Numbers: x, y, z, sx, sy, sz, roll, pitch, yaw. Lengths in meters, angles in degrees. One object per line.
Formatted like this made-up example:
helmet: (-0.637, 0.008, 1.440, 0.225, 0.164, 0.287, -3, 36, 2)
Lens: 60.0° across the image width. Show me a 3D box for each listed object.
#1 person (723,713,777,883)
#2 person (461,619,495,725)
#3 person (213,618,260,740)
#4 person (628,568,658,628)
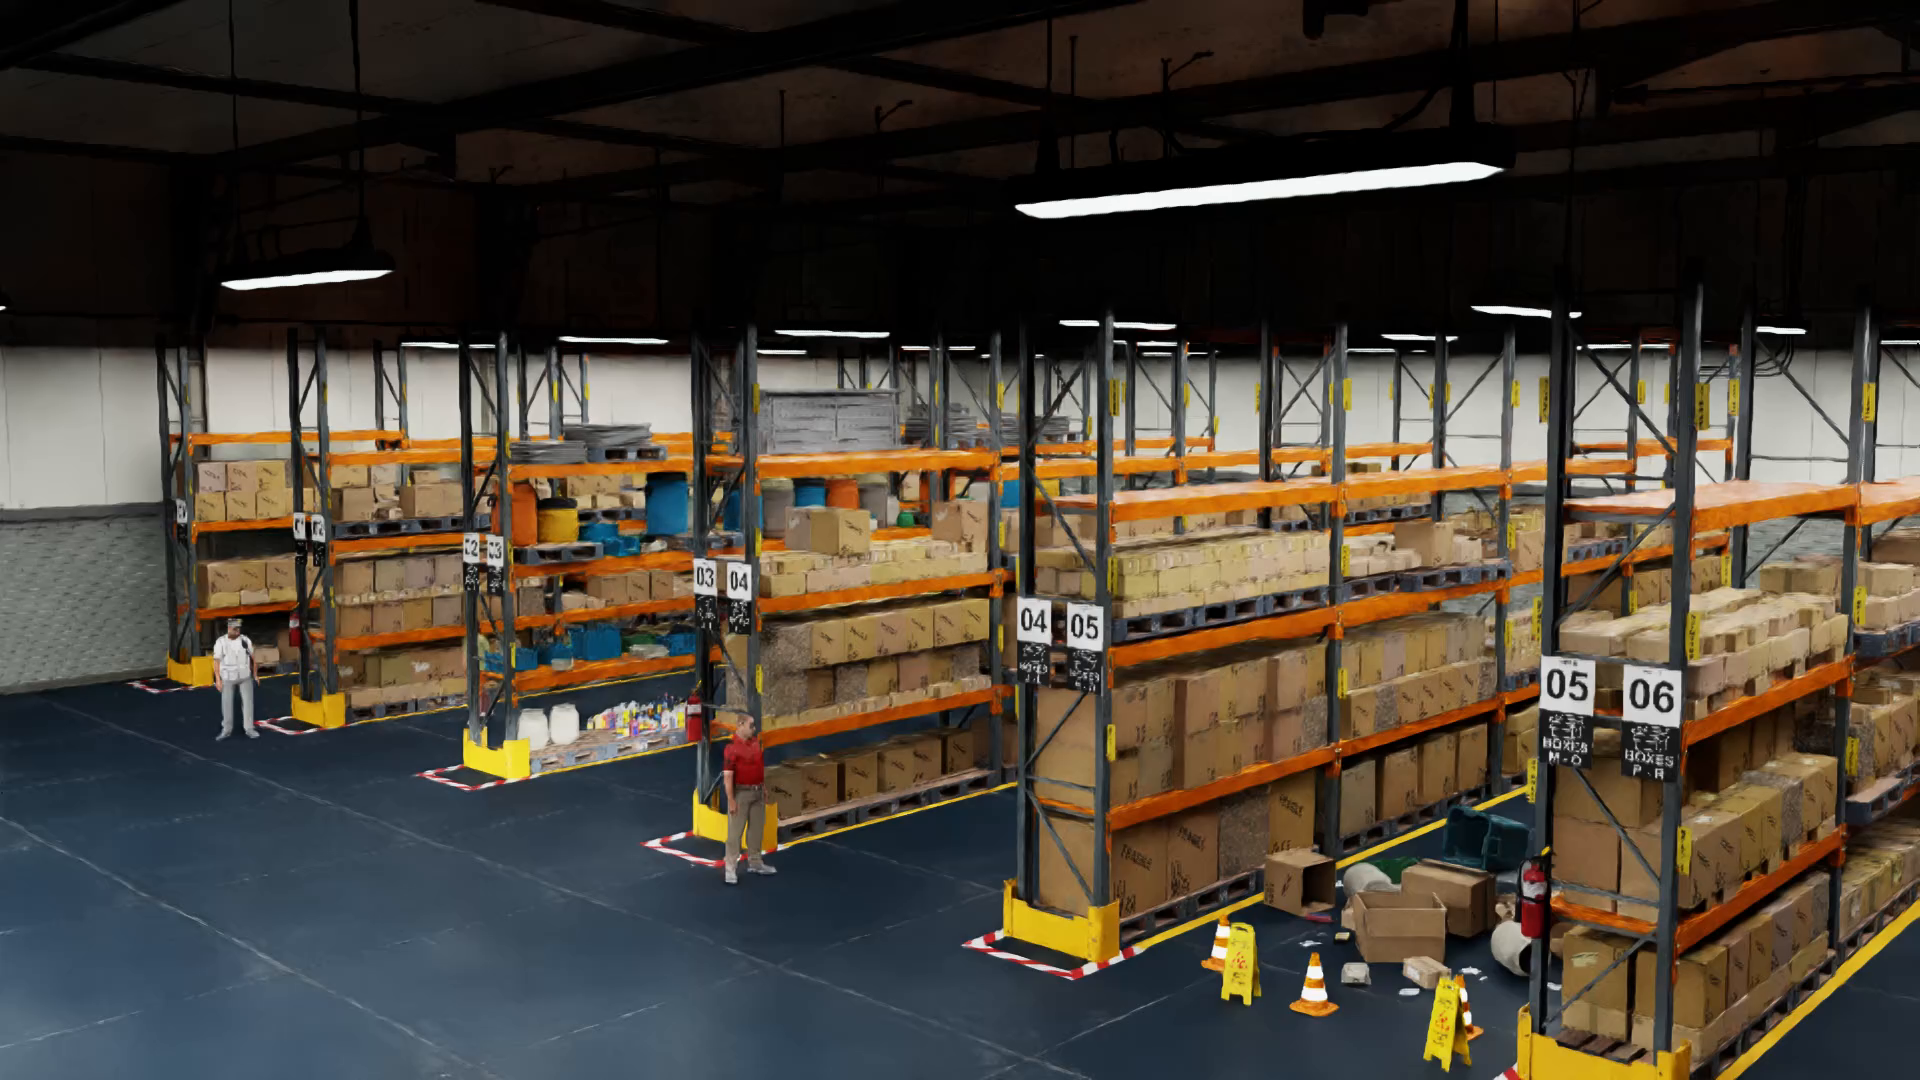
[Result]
person: (-2.216, 2.661, 17.341, 0.409, 1.729, 0.651, 3, 6, 32)
person: (-7.383, 1.983, 25.348, 0.484, 1.622, 0.953, 2, 6, 20)
person: (-10.536, 2.004, 24.203, 0.641, 1.763, 0.416, -4, 6, -34)
person: (-6.064, 1.349, 31.822, 0.543, 1.644, 1.119, 5, 7, 41)
